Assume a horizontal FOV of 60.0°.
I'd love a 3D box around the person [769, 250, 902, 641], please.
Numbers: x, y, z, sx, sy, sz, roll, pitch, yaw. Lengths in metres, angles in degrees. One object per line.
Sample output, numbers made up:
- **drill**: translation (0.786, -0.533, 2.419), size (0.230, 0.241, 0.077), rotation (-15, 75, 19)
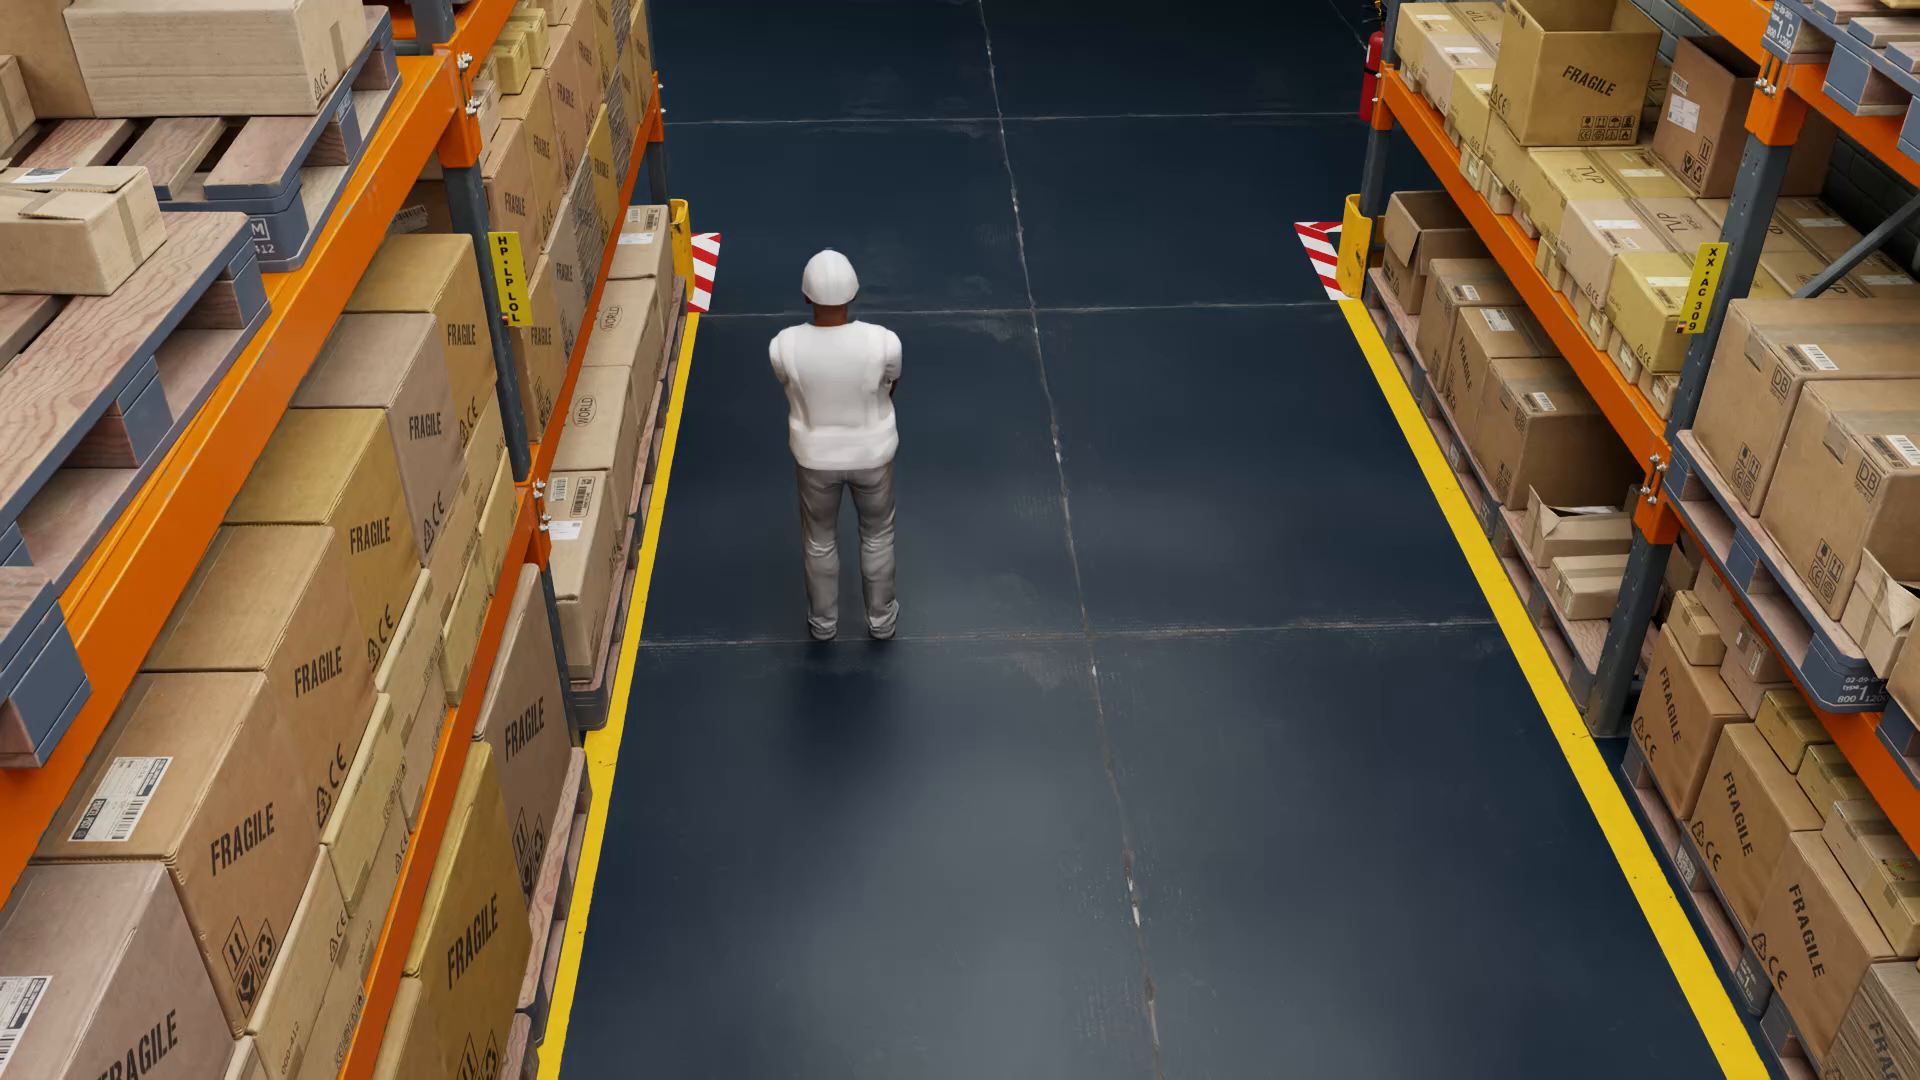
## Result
- **person**: translation (-0.478, -0.411, 6.714), size (0.504, 1.761, 0.578), rotation (-1, 35, -1)
